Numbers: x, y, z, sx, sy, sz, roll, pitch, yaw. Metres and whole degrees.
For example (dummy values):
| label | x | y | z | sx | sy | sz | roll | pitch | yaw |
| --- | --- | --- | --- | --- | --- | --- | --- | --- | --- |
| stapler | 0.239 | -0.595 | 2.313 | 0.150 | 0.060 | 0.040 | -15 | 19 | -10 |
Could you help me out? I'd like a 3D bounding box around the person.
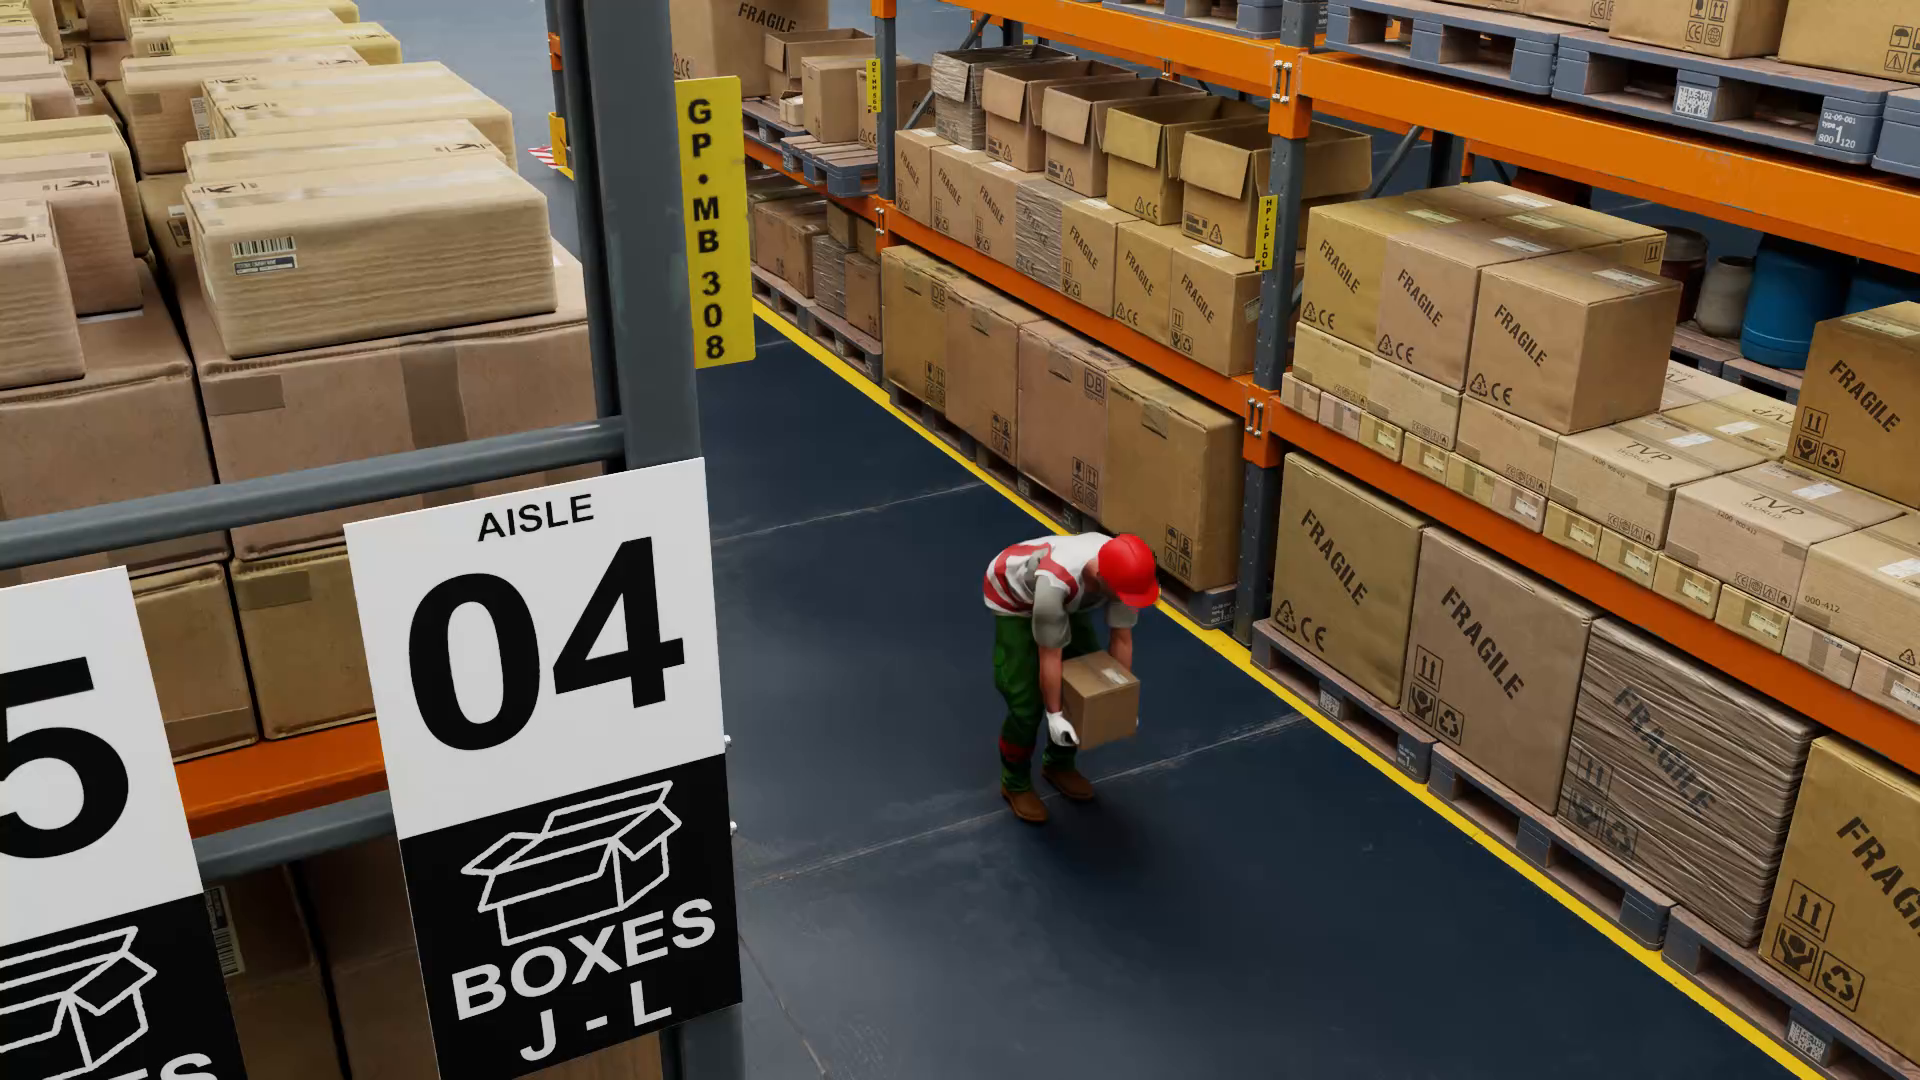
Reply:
| label | x | y | z | sx | sy | sz | roll | pitch | yaw |
| --- | --- | --- | --- | --- | --- | --- | --- | --- | --- |
| person | 0.436 | 0.497 | 6.488 | 0.488 | 1.392 | 0.888 | -14 | 29 | -27 |
